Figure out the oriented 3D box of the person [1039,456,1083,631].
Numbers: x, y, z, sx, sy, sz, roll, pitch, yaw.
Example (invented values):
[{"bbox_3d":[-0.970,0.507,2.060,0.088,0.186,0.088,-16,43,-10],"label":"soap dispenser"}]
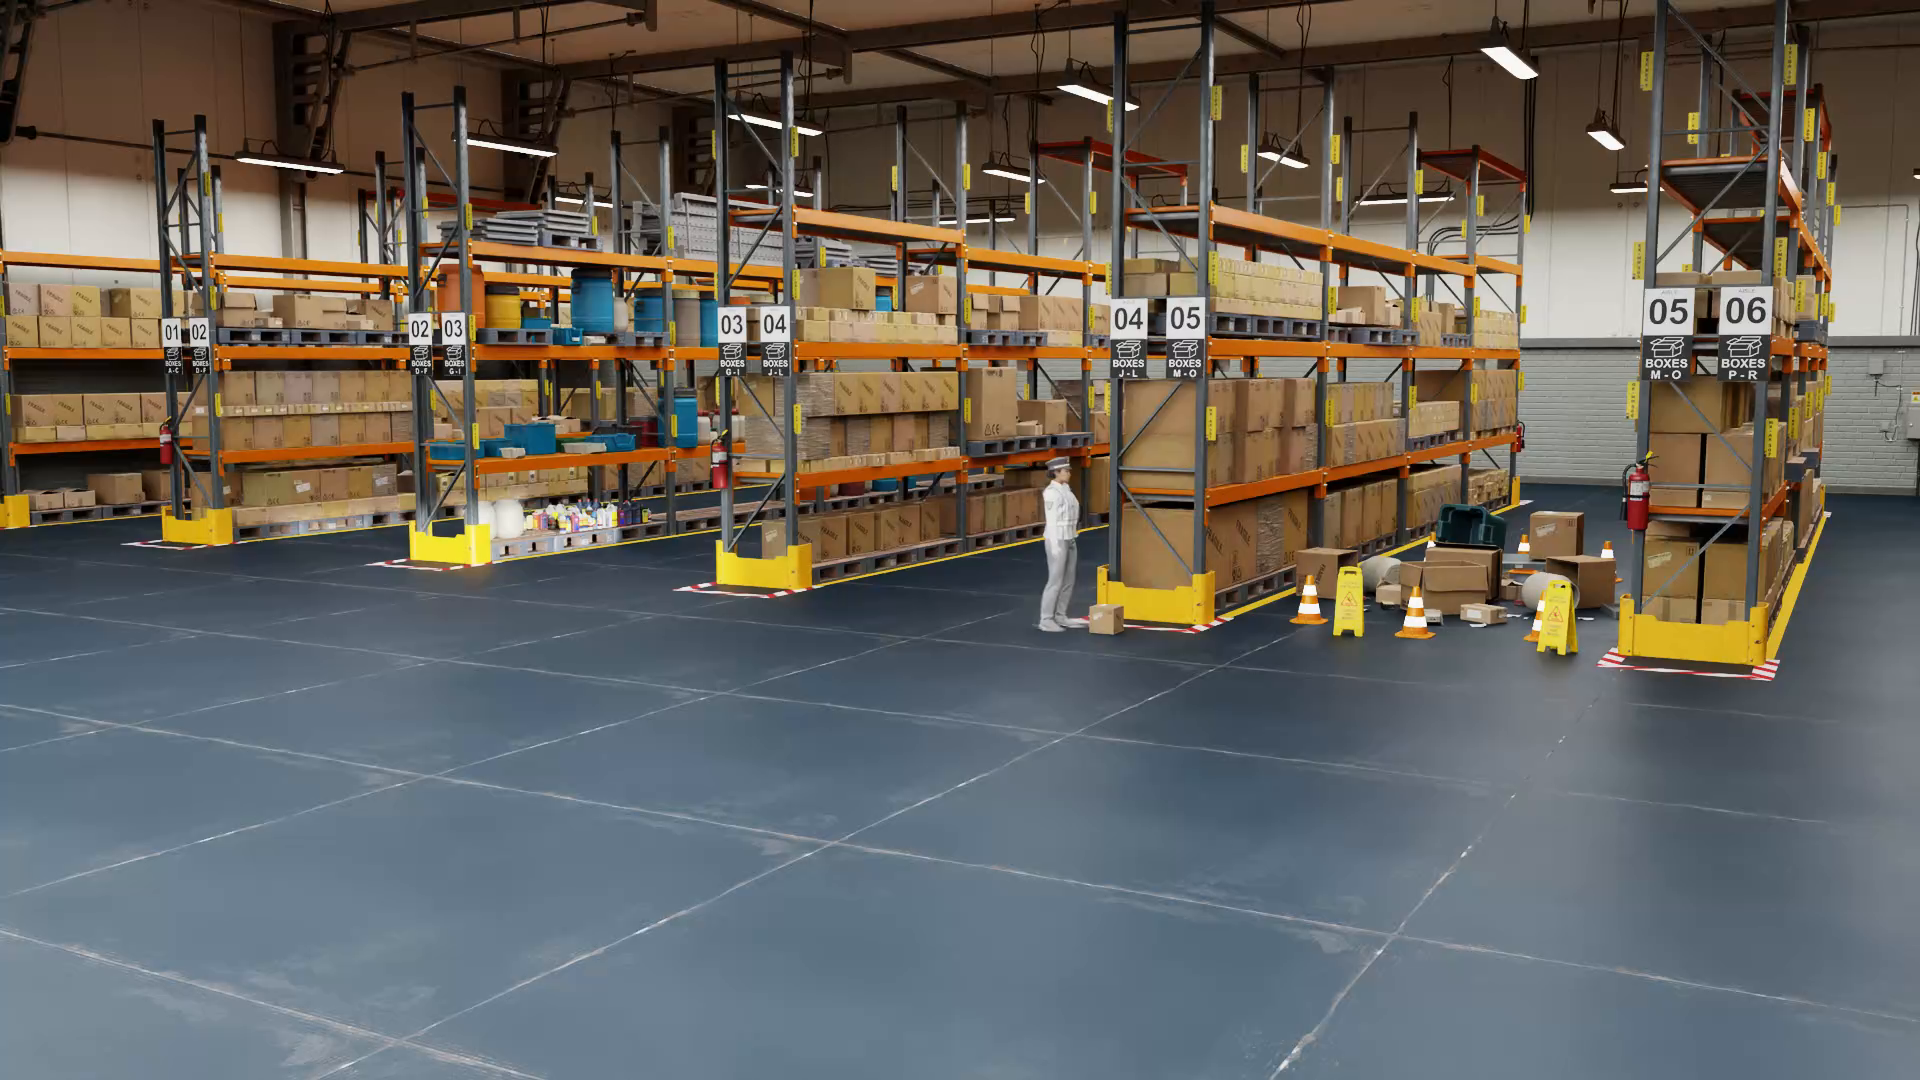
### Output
[{"bbox_3d":[0.980,0.035,16.068,0.344,1.702,0.465,3,7,26],"label":"person"}]
